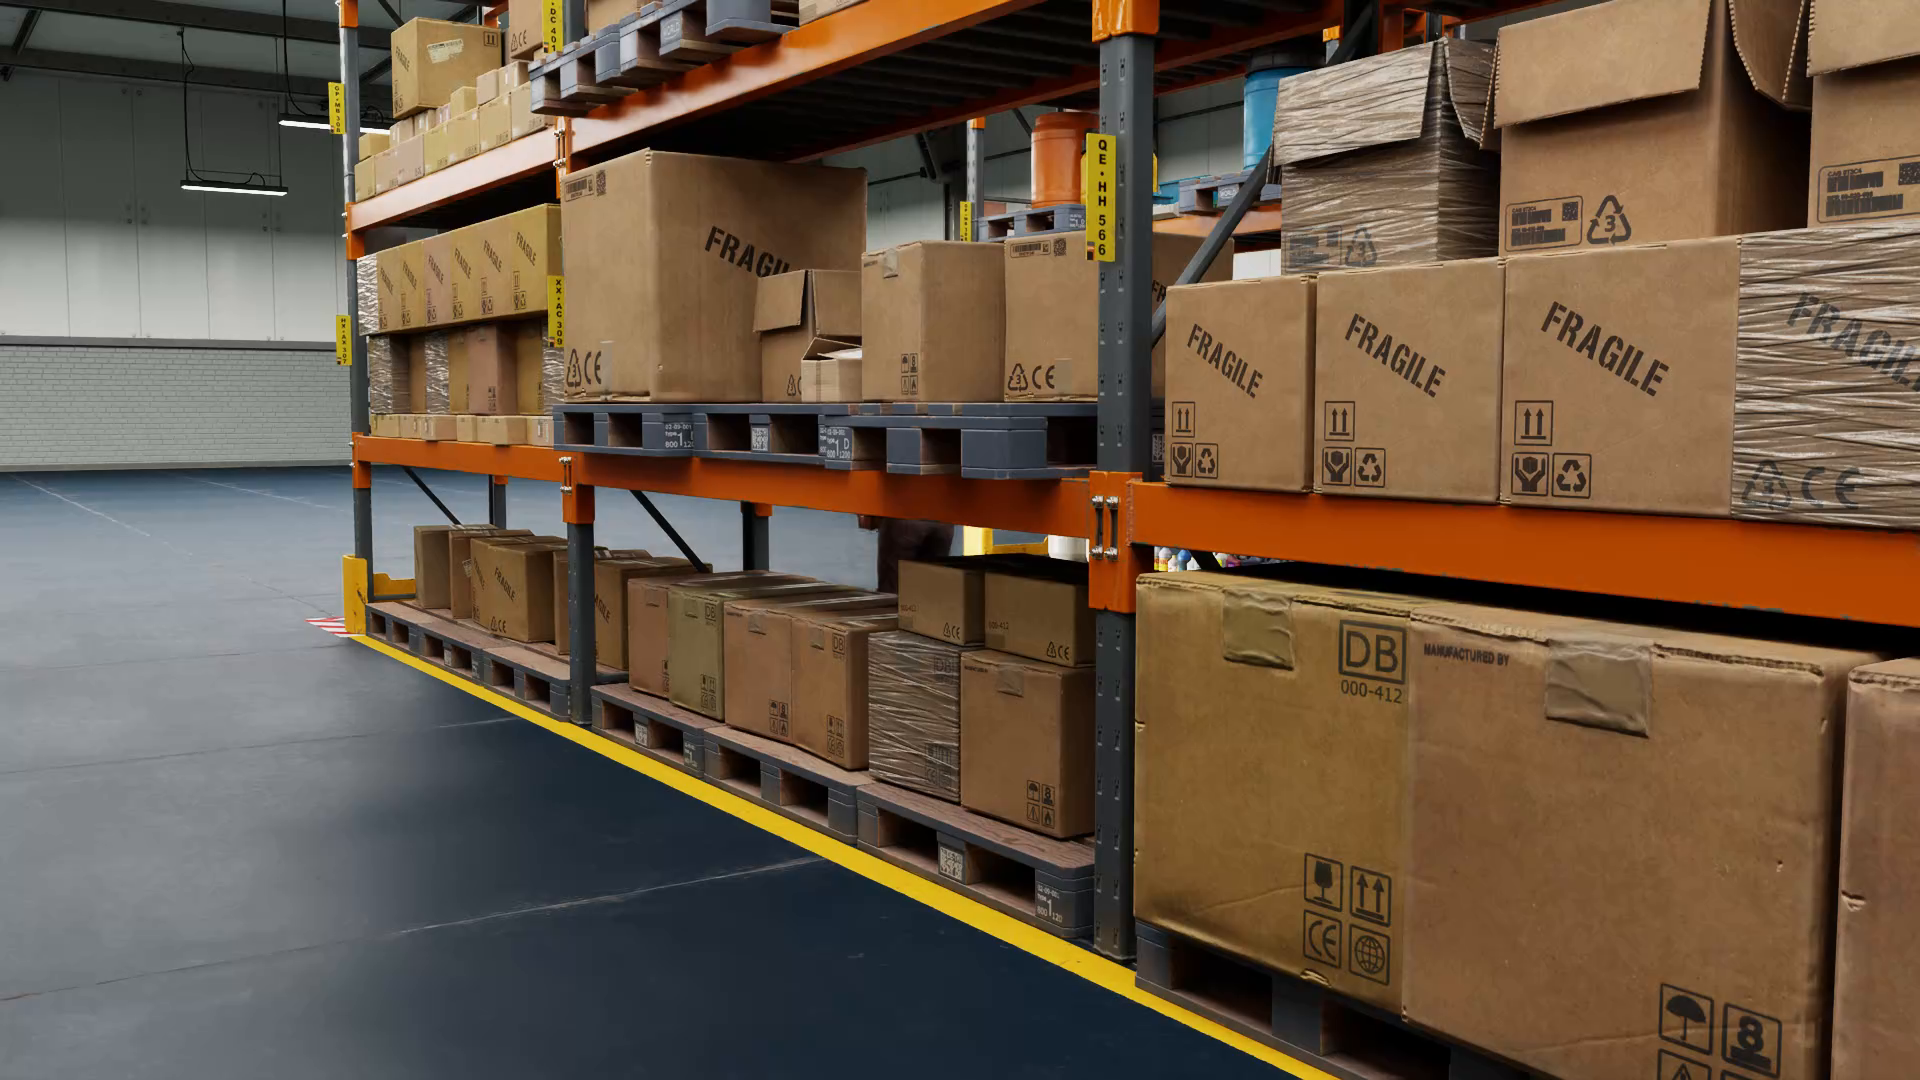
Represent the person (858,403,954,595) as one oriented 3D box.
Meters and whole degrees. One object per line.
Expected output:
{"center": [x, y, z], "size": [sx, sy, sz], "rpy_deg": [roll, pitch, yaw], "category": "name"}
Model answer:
{"center": [-0.312, -0.092, 9.166], "size": [0.490, 1.717, 0.571], "rpy_deg": [-3, 6, -35], "category": "person"}
